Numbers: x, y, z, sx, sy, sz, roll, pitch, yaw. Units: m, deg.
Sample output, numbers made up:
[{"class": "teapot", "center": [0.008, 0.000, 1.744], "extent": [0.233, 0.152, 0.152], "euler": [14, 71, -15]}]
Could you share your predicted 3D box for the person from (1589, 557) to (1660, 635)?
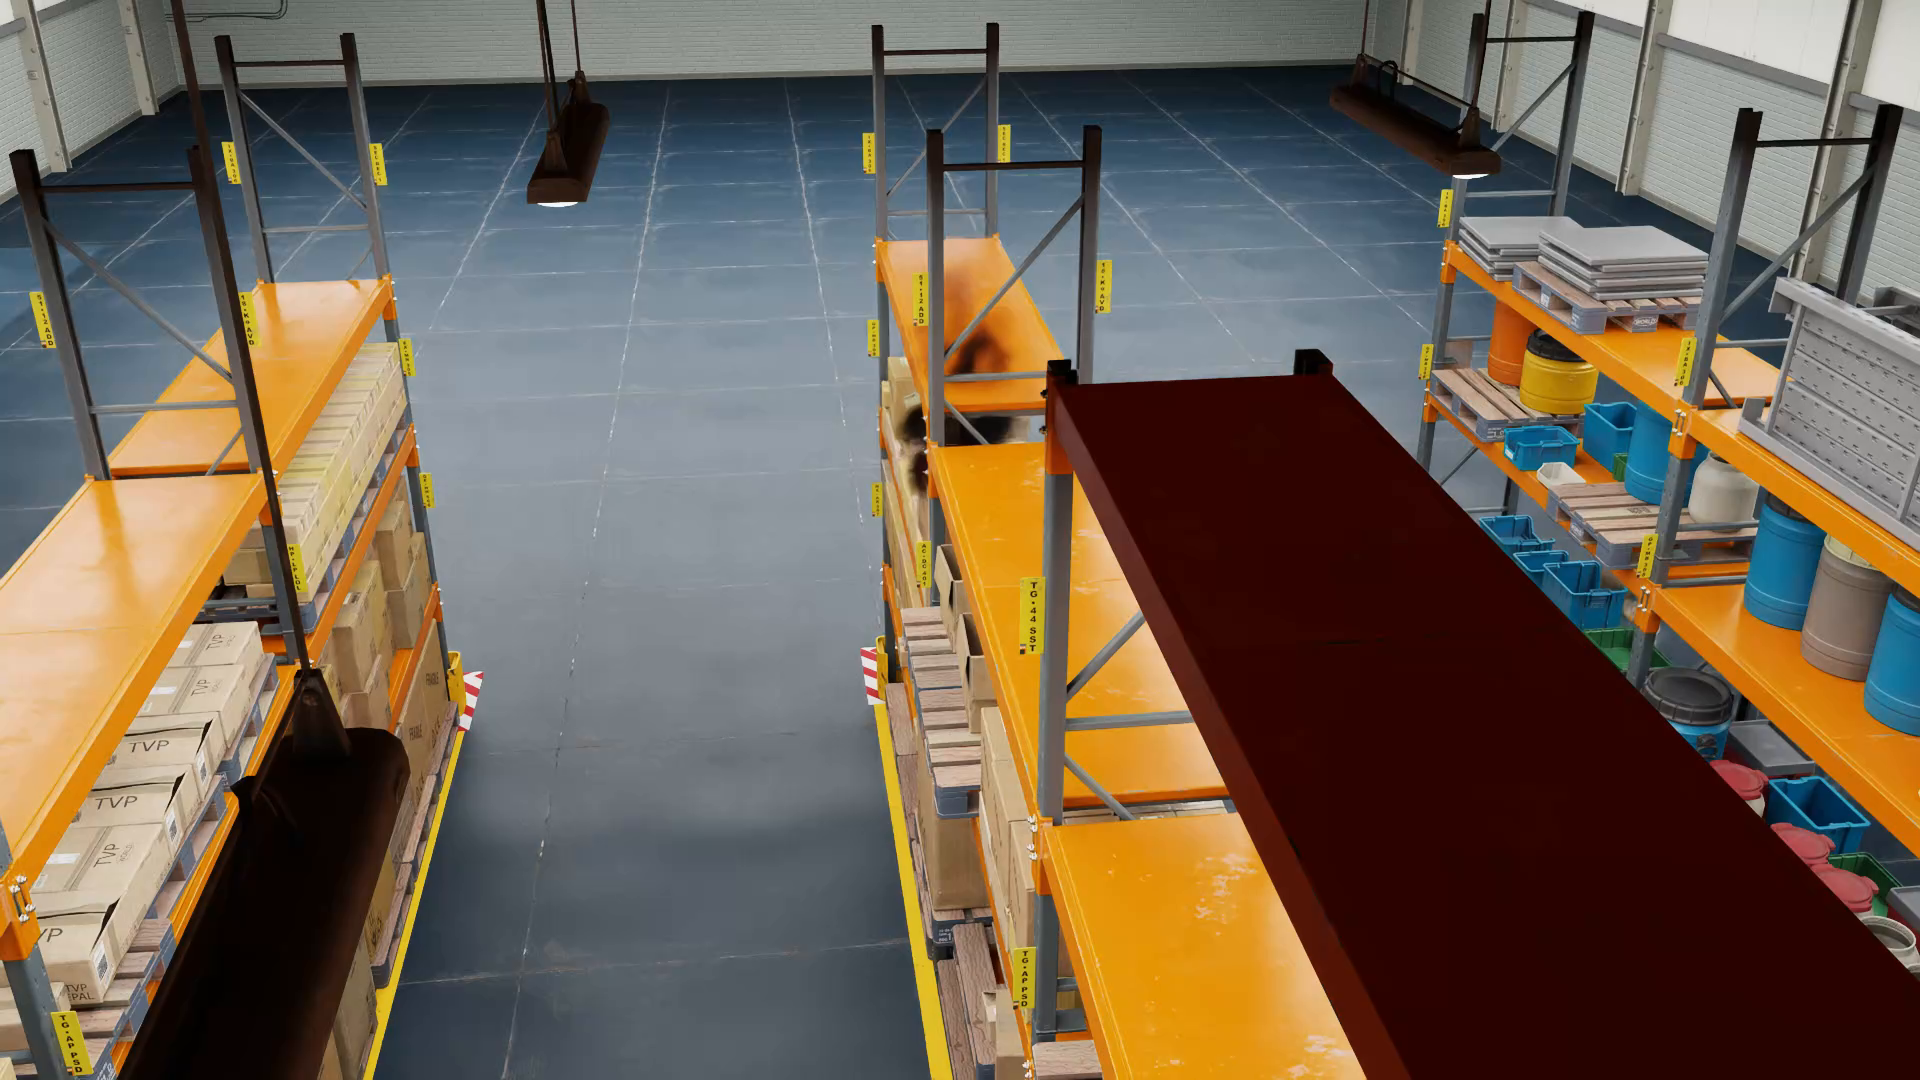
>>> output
[{"class": "person", "center": [6.282, 0.323, 15.941], "extent": [0.674, 1.727, 0.980], "euler": [-11, 28, -22]}]
